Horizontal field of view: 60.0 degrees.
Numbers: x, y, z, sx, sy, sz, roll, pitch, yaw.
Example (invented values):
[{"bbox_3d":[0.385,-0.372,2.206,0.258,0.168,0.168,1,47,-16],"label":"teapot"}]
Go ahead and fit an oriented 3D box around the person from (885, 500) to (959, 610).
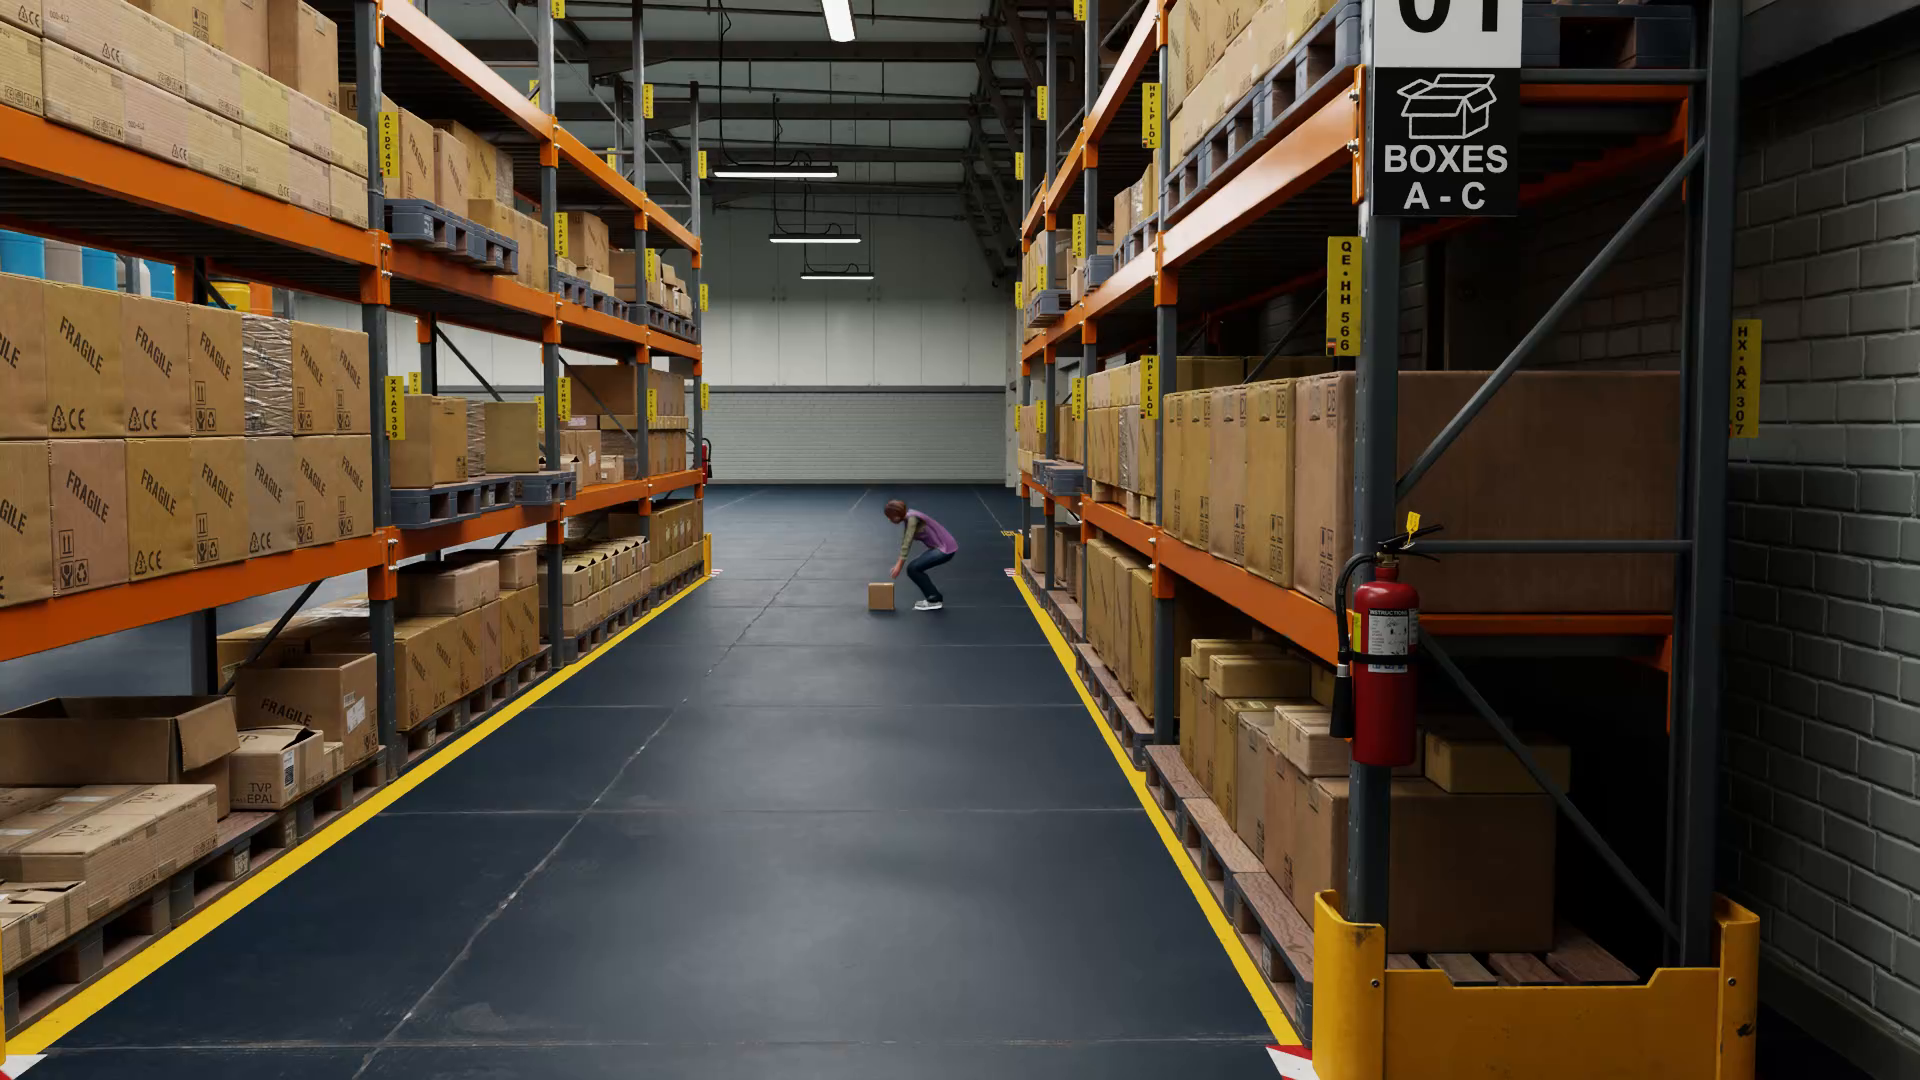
[{"bbox_3d":[-0.384,0.154,16.721,0.745,1.088,0.462,0,4,-1],"label":"person"}]
